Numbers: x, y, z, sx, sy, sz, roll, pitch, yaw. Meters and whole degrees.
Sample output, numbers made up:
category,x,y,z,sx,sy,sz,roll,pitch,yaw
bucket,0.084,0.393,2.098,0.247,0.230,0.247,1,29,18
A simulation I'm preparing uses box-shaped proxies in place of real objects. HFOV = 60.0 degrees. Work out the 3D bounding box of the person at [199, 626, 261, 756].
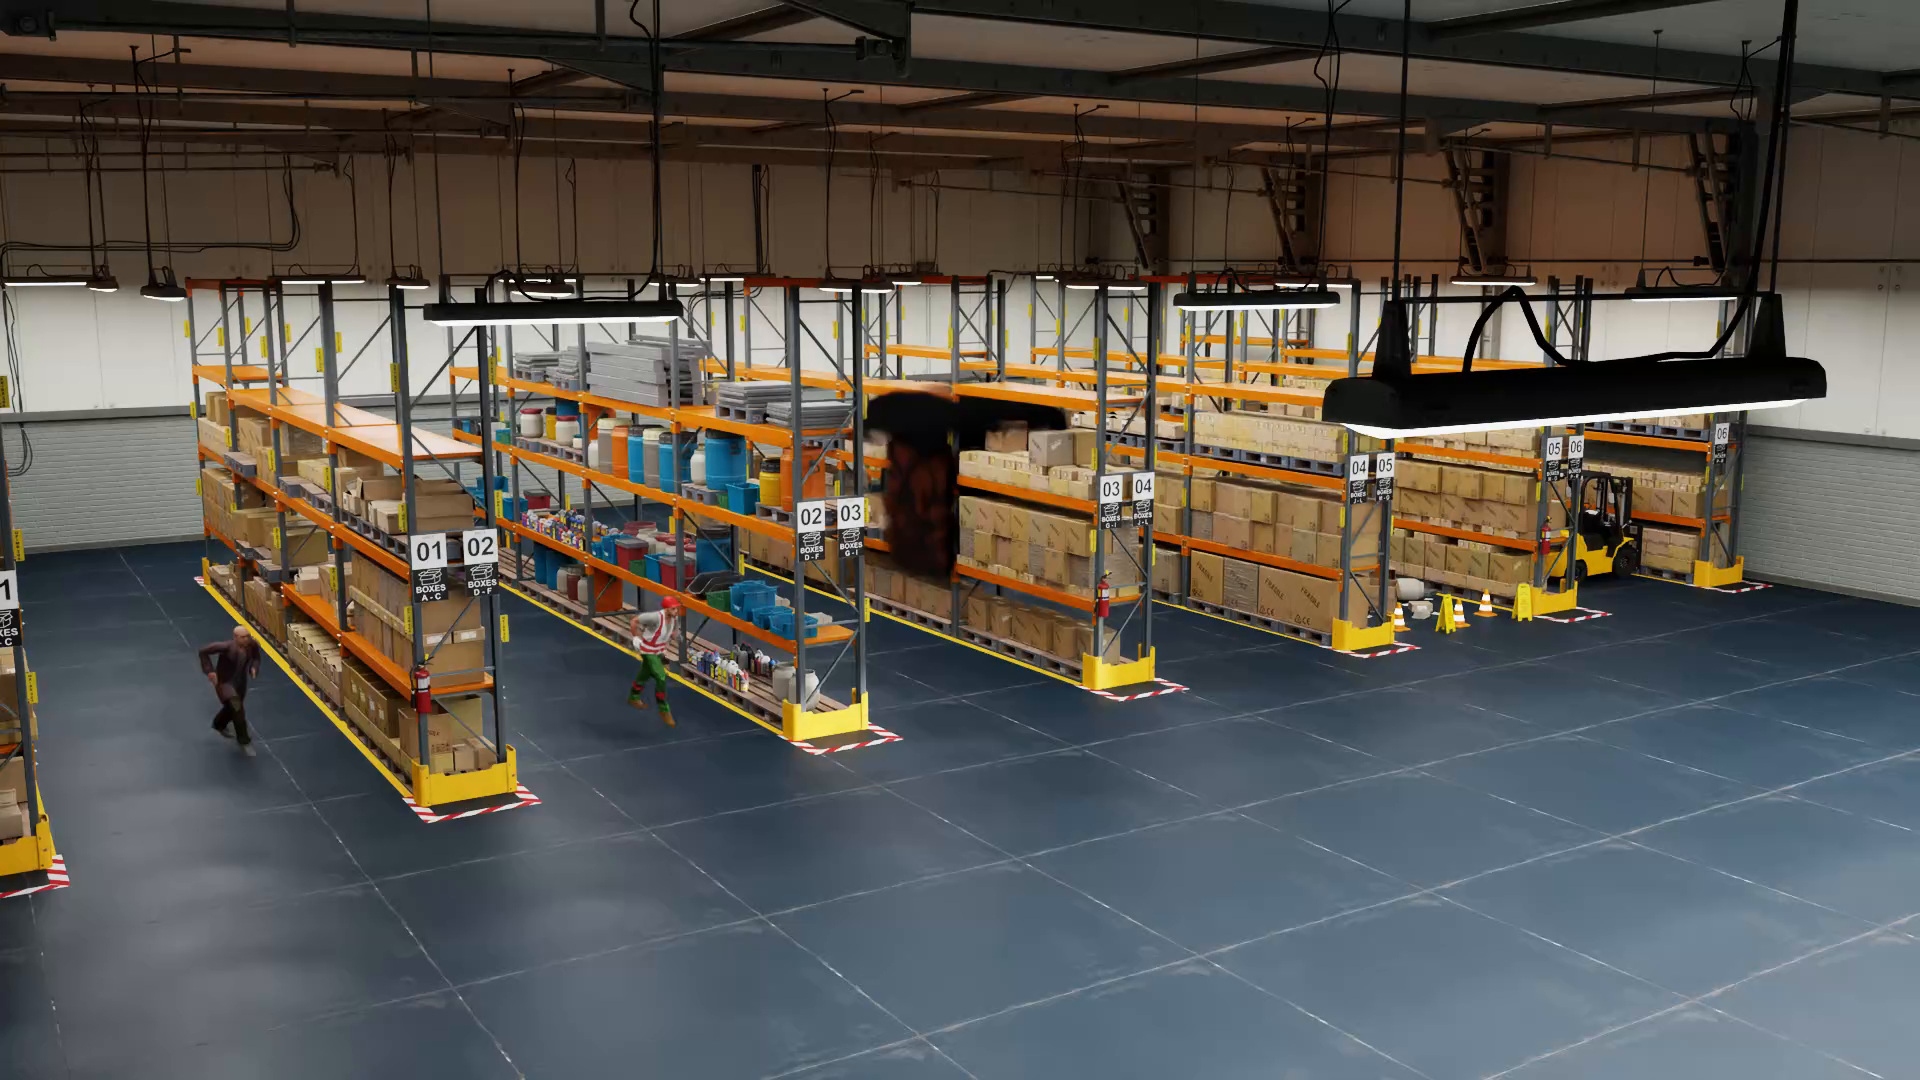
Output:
category,x,y,z,sx,sy,sz,roll,pitch,yaw
person,-9.528,1.922,21.649,1.055,1.746,0.759,8,13,40

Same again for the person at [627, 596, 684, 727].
category,x,y,z,sx,sy,sz,roll,pitch,yaw
person,-4.121,1.588,22.241,1.001,1.781,0.714,6,12,34

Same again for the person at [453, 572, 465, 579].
category,x,y,z,sx,sy,sz,roll,pitch,yaw
person,-8.243,0.668,27.660,0.541,1.599,0.680,-5,11,-29

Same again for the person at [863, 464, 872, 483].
category,x,y,z,sx,sy,sz,roll,pitch,yaw
person,-2.398,-1.430,41.659,0.630,1.685,0.873,8,13,41
